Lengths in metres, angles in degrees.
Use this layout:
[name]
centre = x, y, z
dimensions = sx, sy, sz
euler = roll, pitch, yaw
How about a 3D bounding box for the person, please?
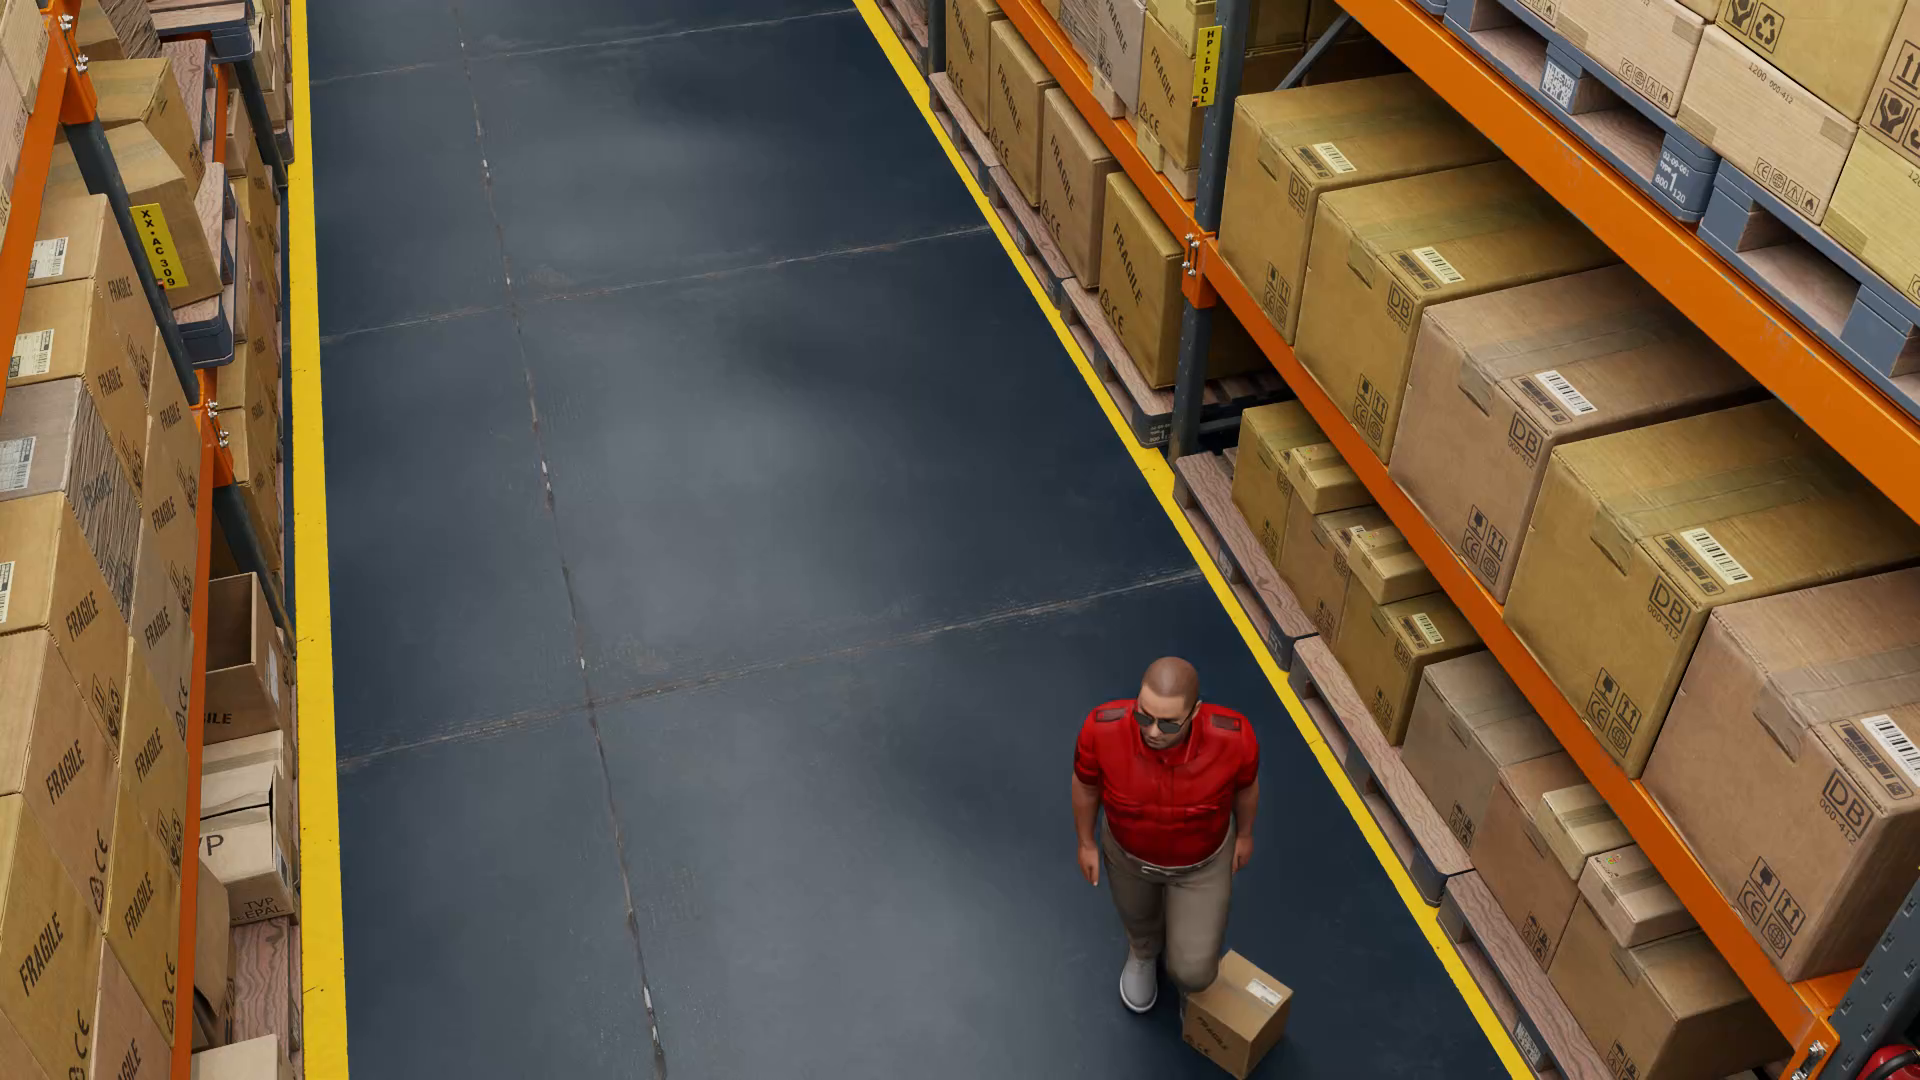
[person]
centre = 0.615, 0.931, 5.115
dimensions = 0.565, 1.714, 0.520
euler = 11, 43, 12
